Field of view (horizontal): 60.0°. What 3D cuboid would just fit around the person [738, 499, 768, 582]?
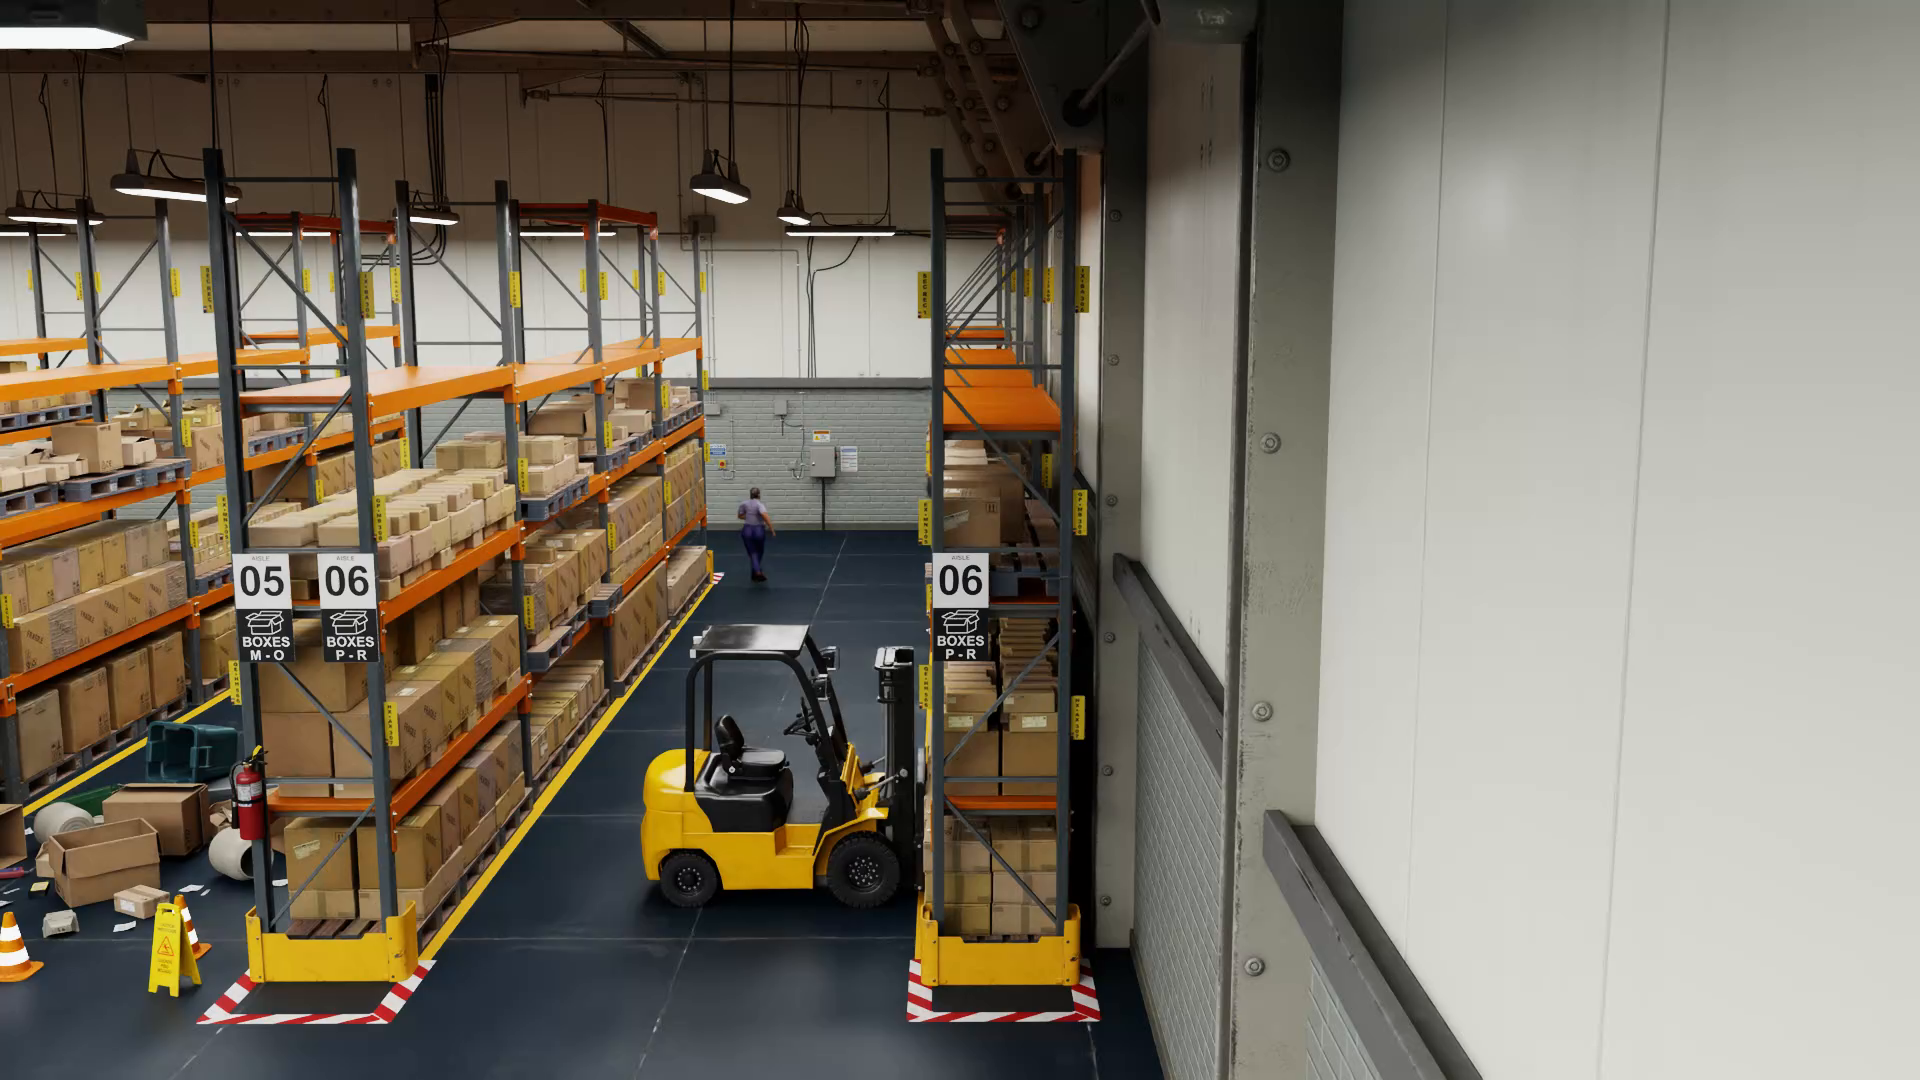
[{"bbox_3d":[-3.446,0.031,27.838,0.558,1.484,0.783,1,9,4],"label":"person"}]
